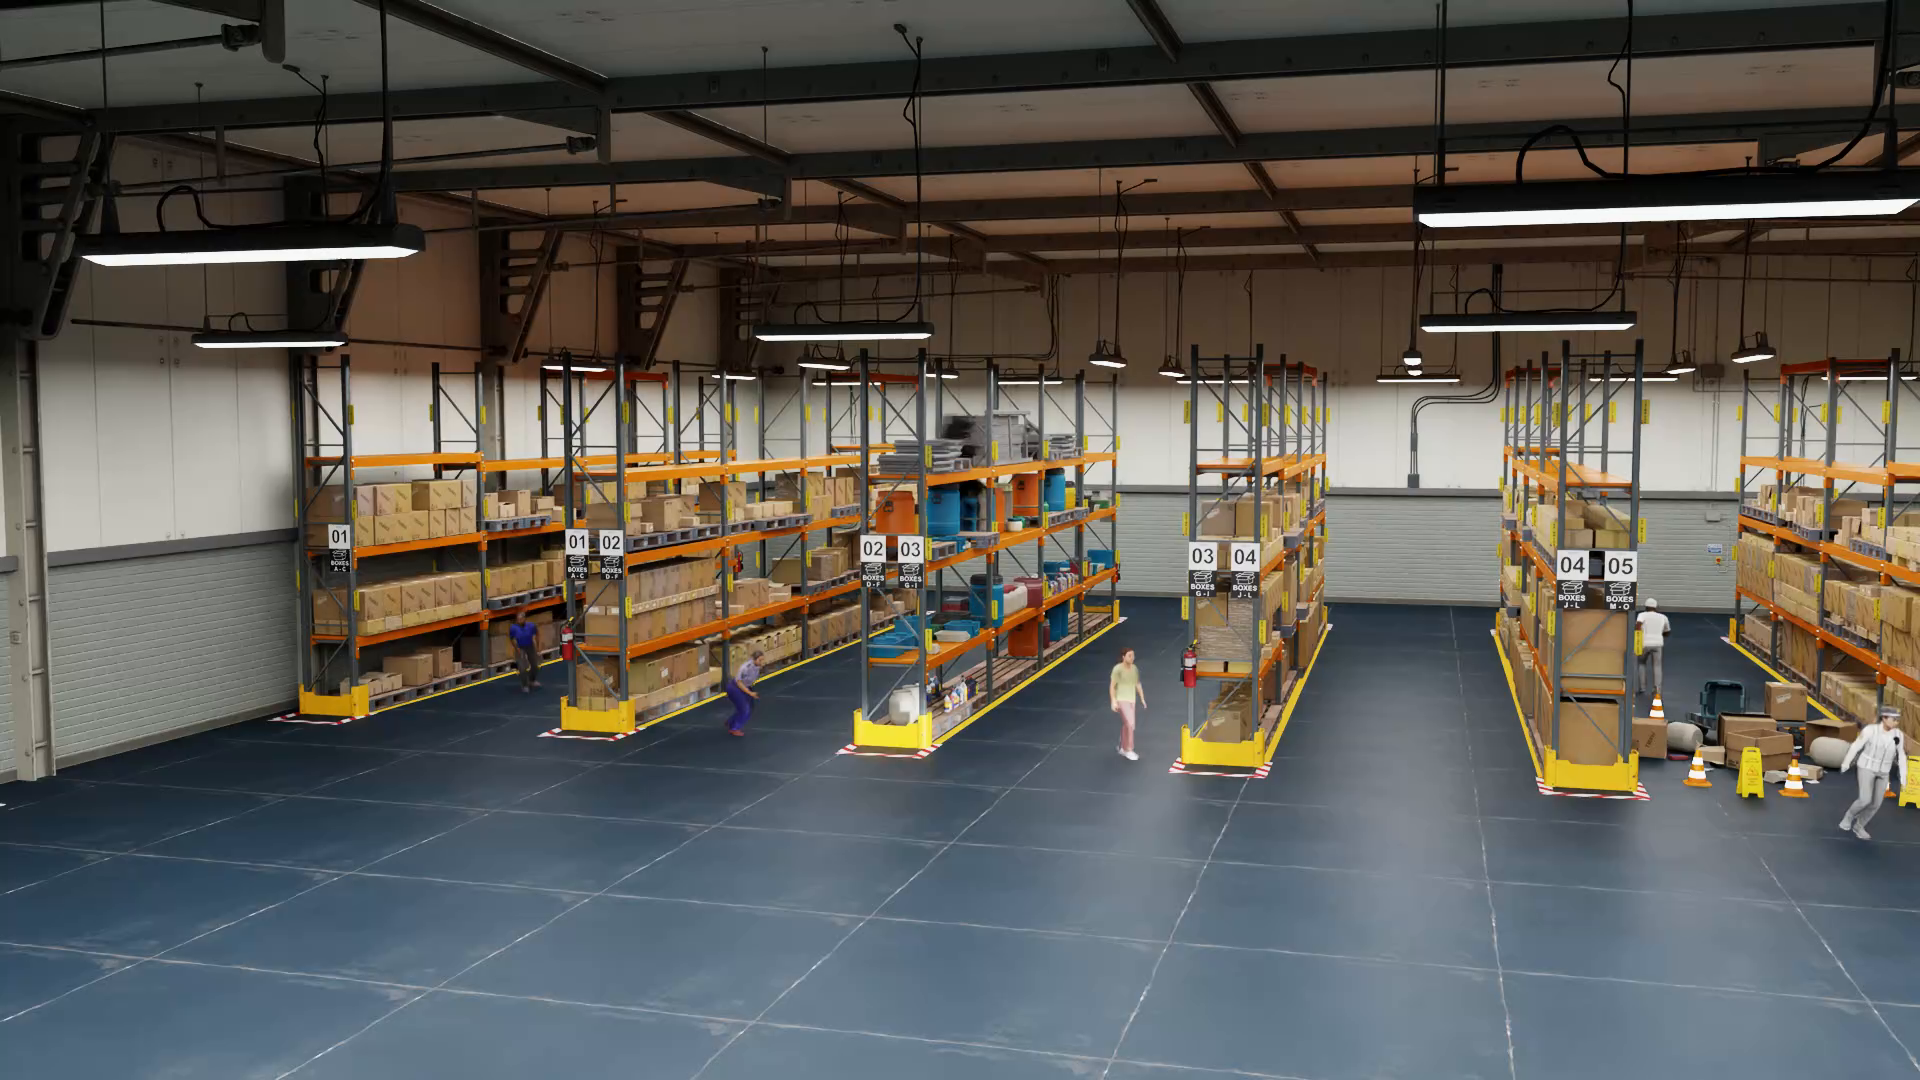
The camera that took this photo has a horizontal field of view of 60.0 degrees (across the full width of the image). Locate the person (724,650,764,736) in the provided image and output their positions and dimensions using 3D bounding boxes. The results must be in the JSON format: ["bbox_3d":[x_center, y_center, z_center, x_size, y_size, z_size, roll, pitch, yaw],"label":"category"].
[{"bbox_3d":[-3.377,2.391,25.901,0.856,1.361,0.677,2,5,20],"label":"person"}]

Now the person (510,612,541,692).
[{"bbox_3d":[-7.849,2.004,30.051,0.575,1.506,0.820,-2,5,-20],"label":"person"}]

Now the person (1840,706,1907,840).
[{"bbox_3d":[10.768,2.735,19.573,0.617,1.621,0.557,0,4,0],"label":"person"}]

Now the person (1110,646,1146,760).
[{"bbox_3d":[2.412,2.361,24.154,0.523,1.656,0.564,-4,6,-40],"label":"person"}]

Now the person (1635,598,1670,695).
[{"bbox_3d":[12.288,1.920,29.594,0.714,1.734,0.983,1,4,12],"label":"person"}]
